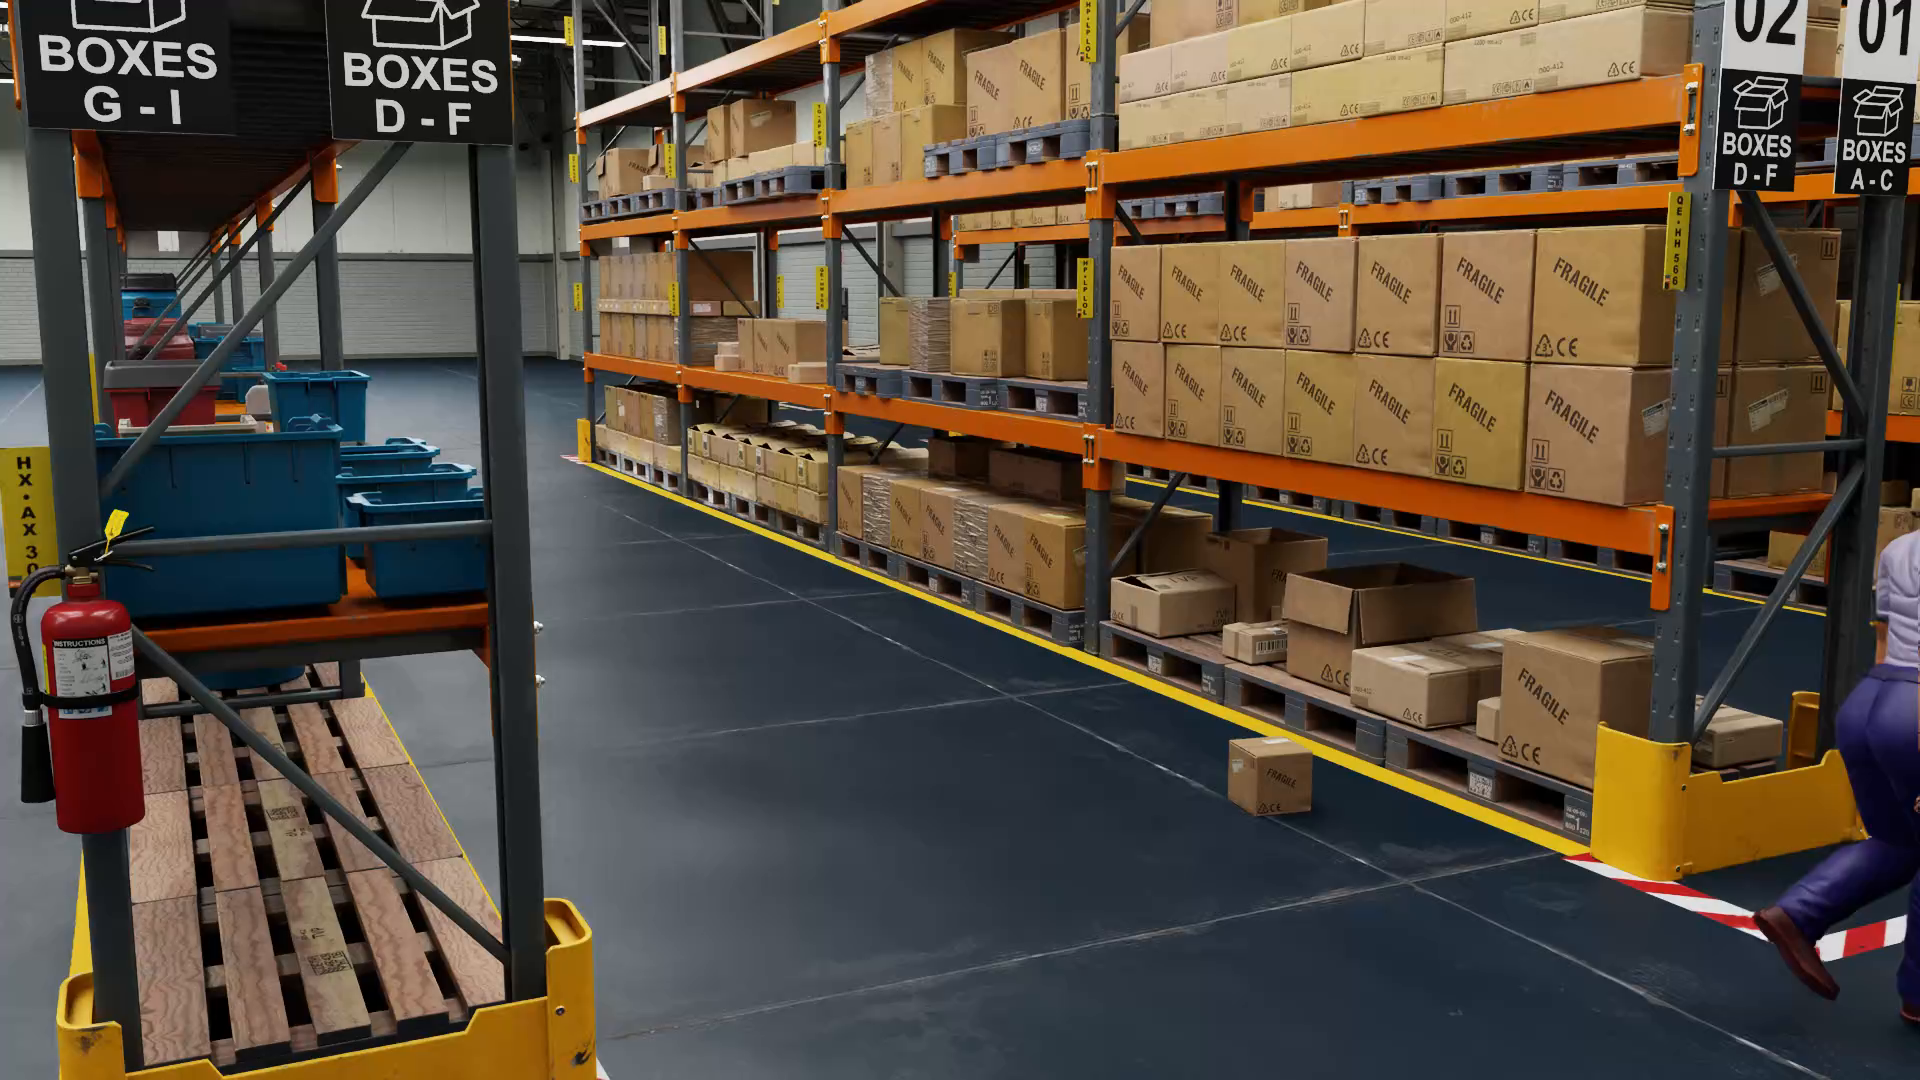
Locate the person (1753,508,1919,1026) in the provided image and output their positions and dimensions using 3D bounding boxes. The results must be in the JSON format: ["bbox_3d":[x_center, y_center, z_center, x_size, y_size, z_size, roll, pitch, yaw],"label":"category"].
[{"bbox_3d":[2.635,0.557,4.713,0.695,1.609,0.544,0,9,0],"label":"person"}]
